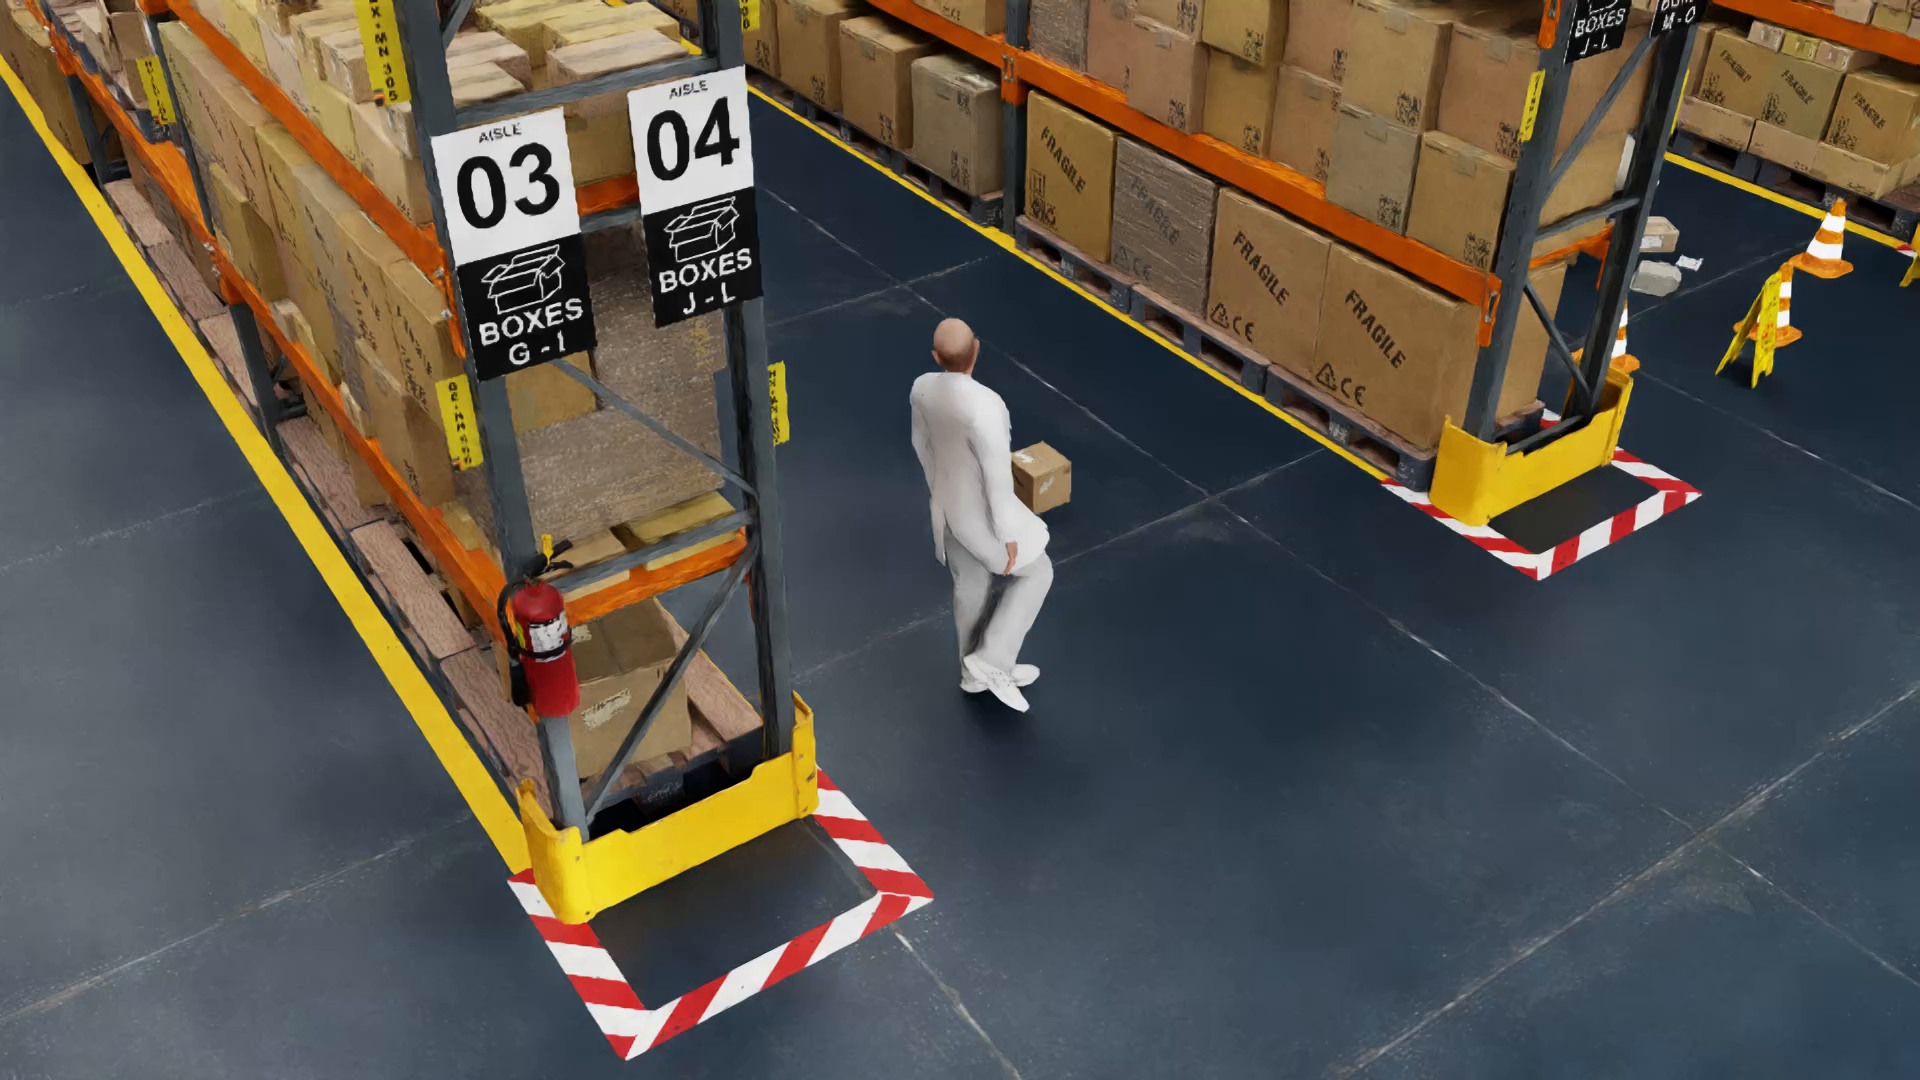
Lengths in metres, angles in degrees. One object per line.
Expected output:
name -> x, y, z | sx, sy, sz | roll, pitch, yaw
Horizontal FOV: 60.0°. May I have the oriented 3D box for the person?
person -> 0.120, -0.105, 7.143 | 0.490, 1.770, 0.765 | -23, 42, -28
